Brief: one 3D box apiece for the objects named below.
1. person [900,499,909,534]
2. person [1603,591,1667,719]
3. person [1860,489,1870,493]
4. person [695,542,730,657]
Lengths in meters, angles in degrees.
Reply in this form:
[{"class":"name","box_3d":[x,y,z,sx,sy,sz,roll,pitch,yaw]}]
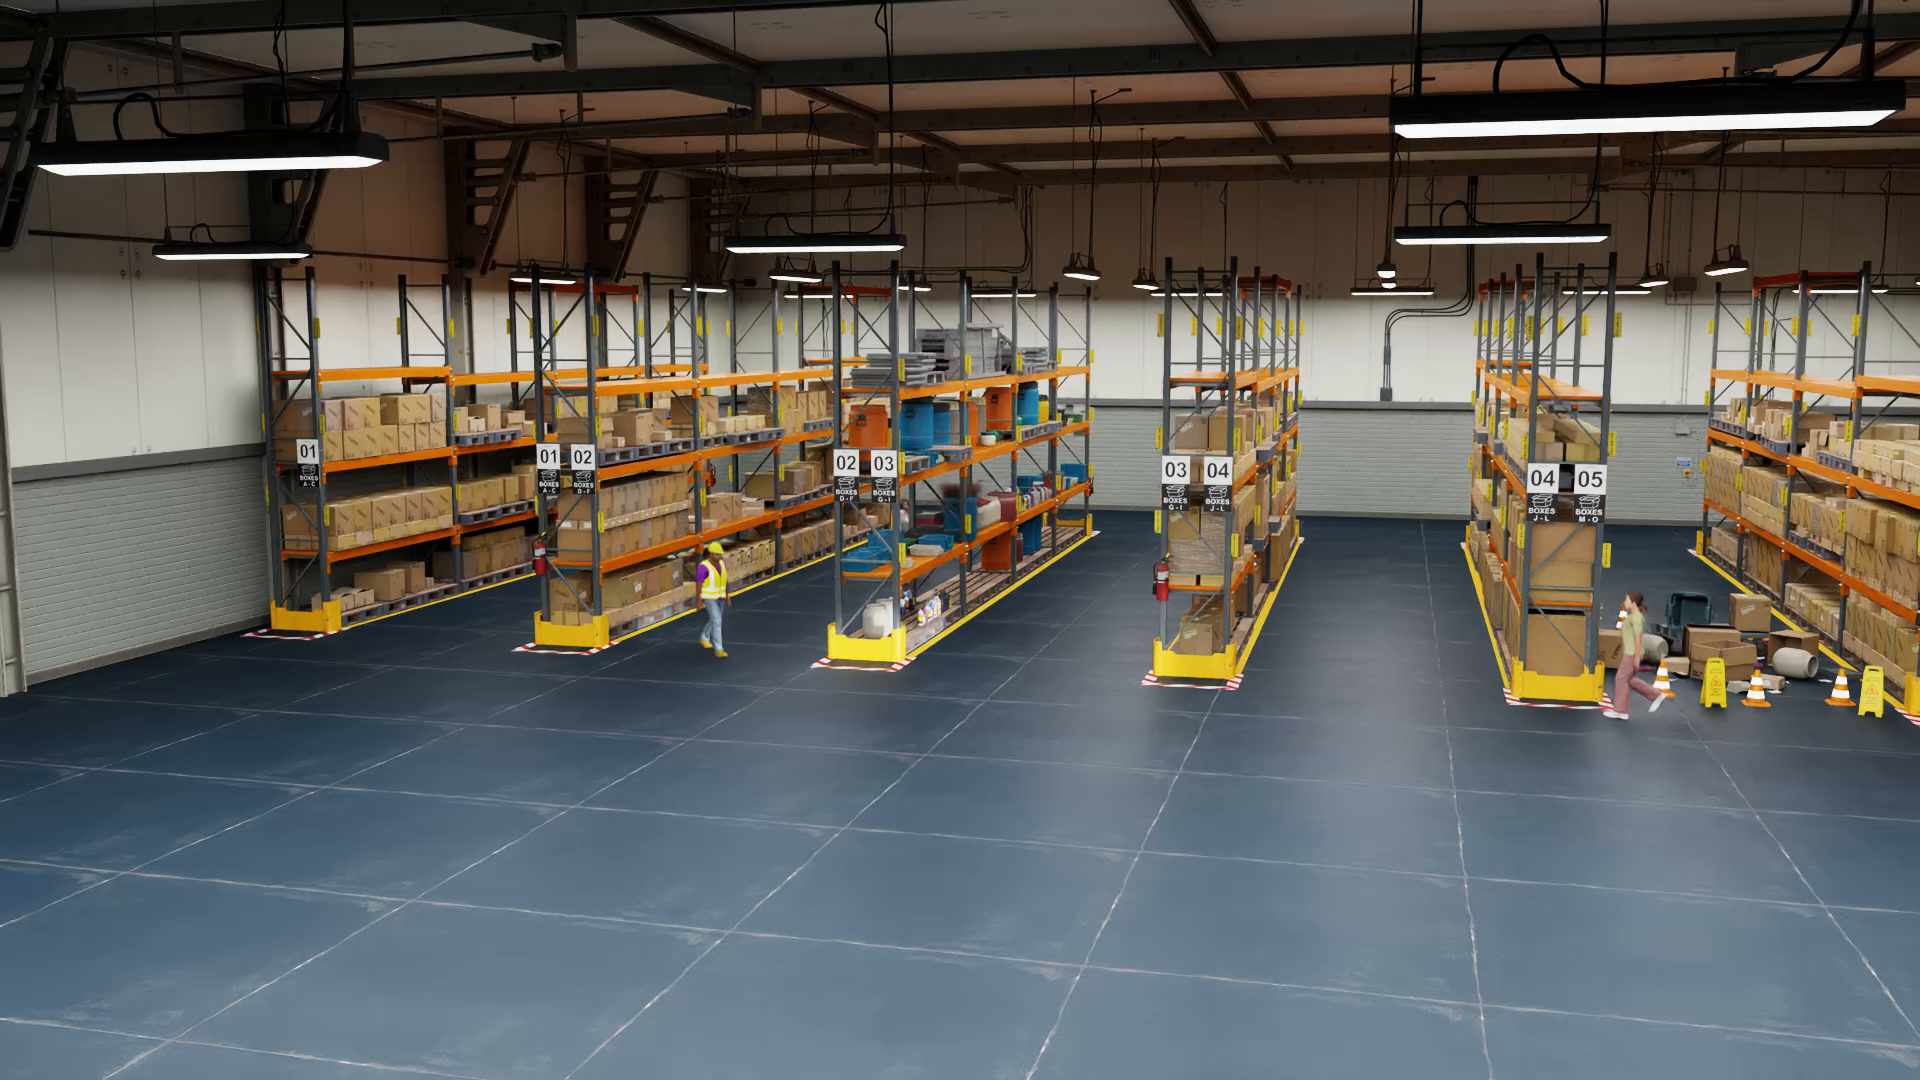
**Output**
[{"class":"person","box_3d":[-1.056,-0.061,32.662,0.449,1.514,0.504,2,8,15]},{"class":"person","box_3d":[8.683,1.476,21.304,0.764,1.650,0.450,2,8,16]},{"class":"person","box_3d":[20.876,-0.658,38.141,0.802,1.645,0.445,-1,7,-4]},{"class":"person","box_3d":[-3.810,0.895,25.685,0.895,1.739,0.574,5,9,34]}]
